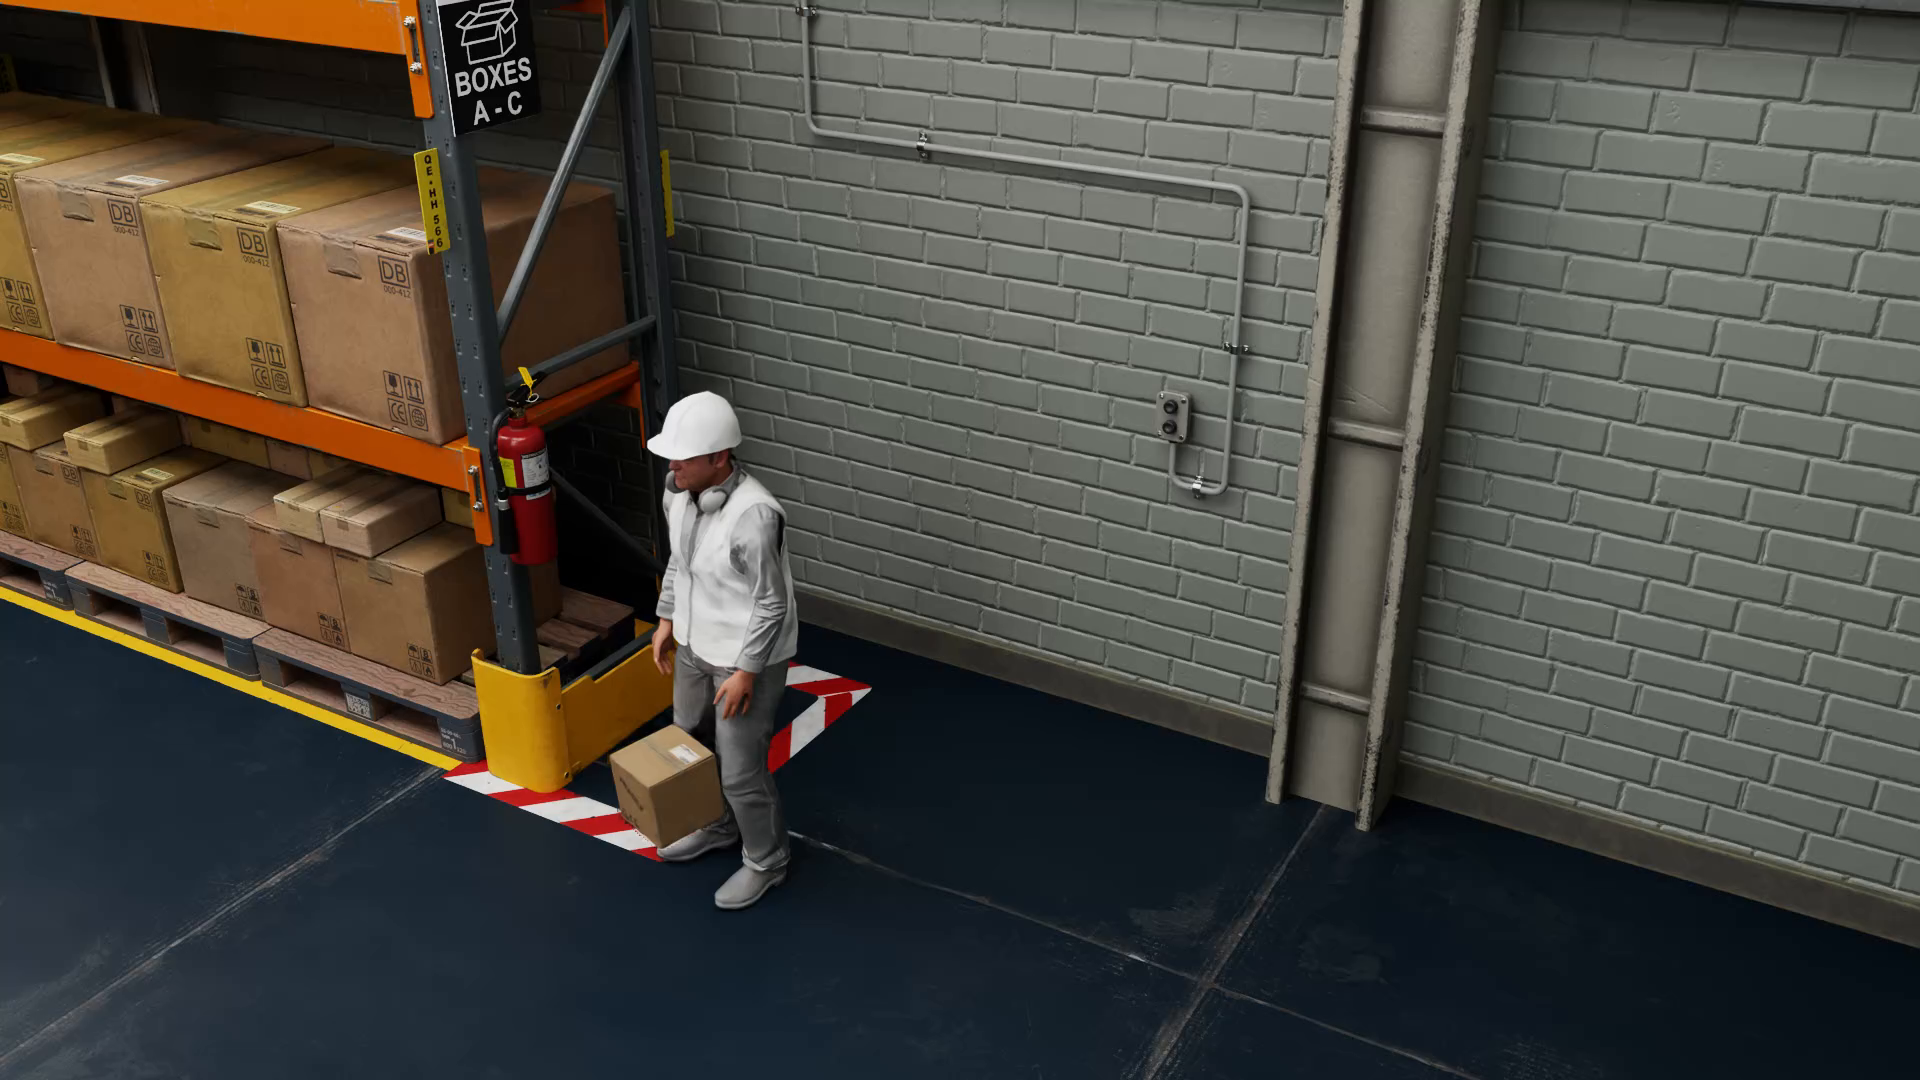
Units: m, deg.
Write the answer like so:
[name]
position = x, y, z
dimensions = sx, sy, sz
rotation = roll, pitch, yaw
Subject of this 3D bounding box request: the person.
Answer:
[person]
position = -0.755, 0.344, 5.387
dimensions = 0.435, 1.775, 0.561
rotation = -21, 33, -36
